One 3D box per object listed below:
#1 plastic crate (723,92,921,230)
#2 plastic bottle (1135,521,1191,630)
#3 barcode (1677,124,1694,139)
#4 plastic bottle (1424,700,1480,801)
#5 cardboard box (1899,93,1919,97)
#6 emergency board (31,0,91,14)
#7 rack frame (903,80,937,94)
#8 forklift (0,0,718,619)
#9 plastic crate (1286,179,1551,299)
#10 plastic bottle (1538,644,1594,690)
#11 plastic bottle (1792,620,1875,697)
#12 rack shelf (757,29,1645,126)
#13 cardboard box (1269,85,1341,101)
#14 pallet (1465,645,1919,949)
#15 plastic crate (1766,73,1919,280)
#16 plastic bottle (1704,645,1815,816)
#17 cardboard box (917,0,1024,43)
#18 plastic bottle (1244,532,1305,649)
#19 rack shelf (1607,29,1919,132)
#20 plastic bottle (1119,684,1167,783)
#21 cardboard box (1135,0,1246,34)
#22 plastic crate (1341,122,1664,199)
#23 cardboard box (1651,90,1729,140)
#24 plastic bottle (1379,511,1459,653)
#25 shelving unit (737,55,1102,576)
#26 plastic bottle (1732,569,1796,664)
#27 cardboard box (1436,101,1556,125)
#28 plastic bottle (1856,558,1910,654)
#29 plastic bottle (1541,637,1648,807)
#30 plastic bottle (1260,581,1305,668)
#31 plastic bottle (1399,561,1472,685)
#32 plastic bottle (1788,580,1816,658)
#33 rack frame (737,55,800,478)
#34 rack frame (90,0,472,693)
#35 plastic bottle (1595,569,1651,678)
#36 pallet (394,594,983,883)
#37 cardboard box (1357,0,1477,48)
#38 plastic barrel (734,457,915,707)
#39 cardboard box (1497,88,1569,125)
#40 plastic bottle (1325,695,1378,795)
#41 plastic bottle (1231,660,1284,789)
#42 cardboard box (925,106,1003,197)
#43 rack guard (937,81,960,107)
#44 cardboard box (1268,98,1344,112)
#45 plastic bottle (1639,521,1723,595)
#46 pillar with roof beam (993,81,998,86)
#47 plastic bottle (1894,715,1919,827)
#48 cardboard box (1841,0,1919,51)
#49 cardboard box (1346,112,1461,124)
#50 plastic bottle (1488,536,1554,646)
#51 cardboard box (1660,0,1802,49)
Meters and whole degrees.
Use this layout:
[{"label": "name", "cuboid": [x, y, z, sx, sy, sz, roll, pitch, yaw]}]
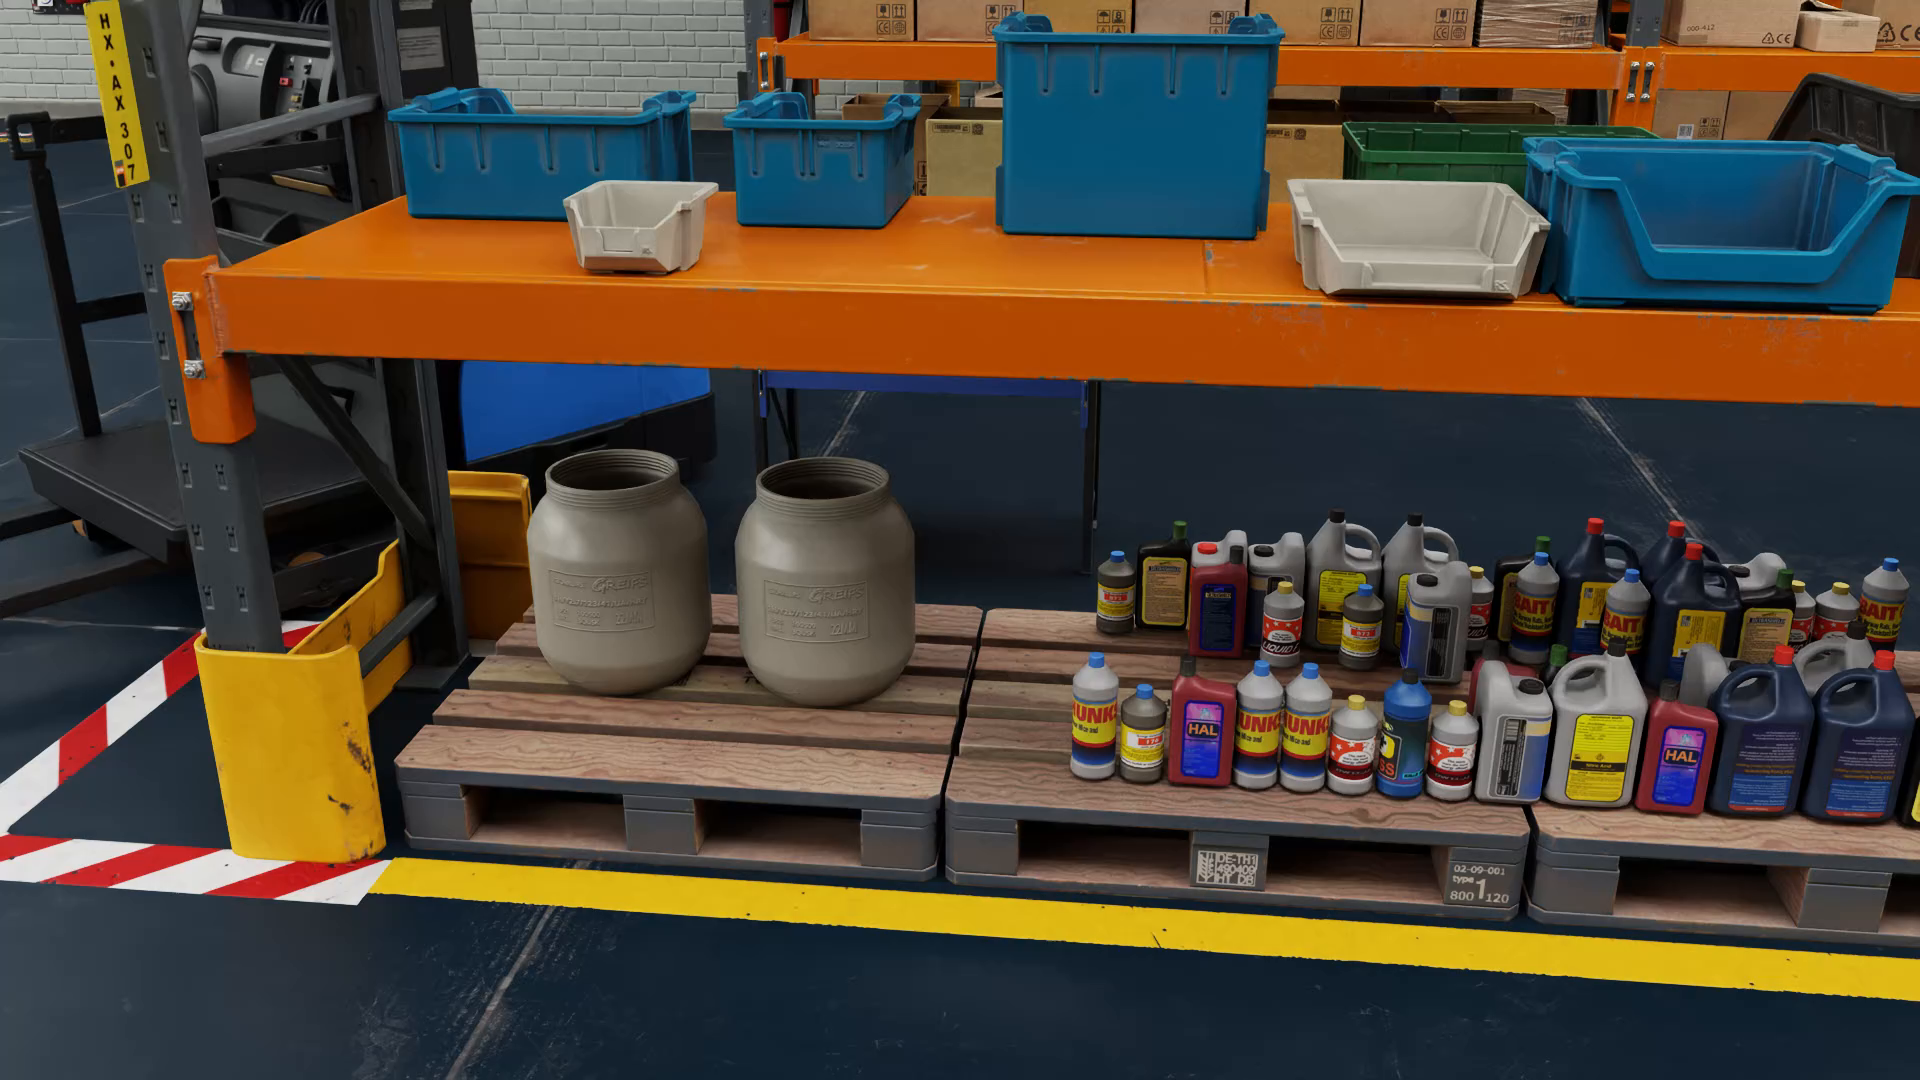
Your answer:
[{"label": "plastic crate", "cuboid": [-0.300, -0.877, 3.781, 0.408, 0.251, 0.499, 2, 22, 6]}, {"label": "plastic bottle", "cuboid": [0.517, 0.087, 4.235, 0.133, 0.283, 0.061, 3, 22, 8]}, {"label": "barcode", "cuboid": [3.287, -1.850, 7.535, 0.075, 0.075, 0.001, 2, 22, 6]}, {"label": "plastic bottle", "cuboid": [1.030, 0.432, 3.474, 0.097, 0.201, 0.097, 0, 22, 0]}, {"label": "cardboard box", "cuboid": [6.913, -3.214, 12.292, 0.500, 0.500, 0.700, 3, 22, 7]}, {"label": "emergency board", "cuboid": [-7.921, -5.172, 14.442, 0.643, 1.169, 0.194, 2, 22, 6]}, {"label": "rack frame", "cuboid": [-0.310, -4.506, 12.758, 0.127, 3.000, 1.000, 2, 22, 6]}, {"label": "forklift", "cuboid": [-2.227, -1.316, 4.783, 1.130, 2.935, 3.031, 18, 28, 38]}, {"label": "plastic crate", "cuboid": [0.854, -0.571, 3.163, 0.437, 0.136, 0.530, 2, 22, 6]}, {"label": "plastic bottle", "cuboid": [1.298, 0.359, 3.548, 0.133, 0.283, 0.061, 2, 22, 6]}, {"label": "plastic bottle", "cuboid": [1.839, 0.336, 3.514, 0.185, 0.351, 0.144, 2, 22, 6]}, {"label": "rack shelf", "cuboid": [1.096, -2.276, 8.096, 4.000, 0.370, 1.077, 2, 22, 6]}, {"label": "cardboard box", "cuboid": [2.626, -3.405, 12.775, 0.500, 0.500, 0.500, 1, 22, 2]}, {"label": "pallet", "cuboid": [1.834, 0.537, 3.796, 1.213, 0.211, 1.003, 2, 22, 6]}, {"label": "plastic crate", "cuboid": [1.991, -0.756, 3.357, 0.504, 0.338, 0.767, 2, 22, 6]}, {"label": "plastic bottle", "cuboid": [1.632, 0.380, 3.402, 0.185, 0.351, 0.144, 1, 22, 4]}, {"label": "cardboard box", "cuboid": [0.094, -2.698, 8.048, 0.500, 0.500, 0.700, 3, 22, 8]}, {"label": "plastic bottle", "cuboid": [0.784, 0.119, 4.164, 0.135, 0.276, 0.152, 2, 22, 5]}, {"label": "rack shelf", "cuboid": [5.069, -2.103, 7.658, 4.000, 0.370, 1.077, 2, 22, 6]}, {"label": "plastic bottle", "cuboid": [0.390, 0.404, 3.545, 0.097, 0.201, 0.097, 0, 22, 0]}, {"label": "cardboard box", "cuboid": [1.110, -2.653, 7.934, 0.500, 0.500, 0.700, 3, 22, 8]}, {"label": "plastic crate", "cuboid": [1.181, -0.779, 3.619, 0.662, 0.188, 0.450, 2, 22, 6]}, {"label": "cardboard box", "cuboid": [5.416, -3.309, 12.530, 0.500, 0.500, 0.700, 3, 22, 7]}, {"label": "plastic bottle", "cuboid": [1.134, 0.098, 4.116, 0.185, 0.351, 0.144, 2, 22, 6]}, {"label": "shelving unit", "cuboid": [-0.085, -0.701, 5.173, 1.048, 1.500, 0.538, 2, 22, 6]}, {"label": "plastic bottle", "cuboid": [1.895, 0.204, 3.941, 0.133, 0.283, 0.061, 2, 22, 6]}, {"label": "cardboard box", "cuboid": [2.659, -1.924, 8.375, 0.500, 0.500, 0.500, 2, 22, 6]}, {"label": "plastic bottle", "cuboid": [2.231, 0.174, 4.031, 0.097, 0.271, 0.097, 0, 22, 0]}, {"label": "plastic bottle", "cuboid": [1.311, 0.366, 3.438, 0.185, 0.351, 0.144, 2, 22, 6]}, {"label": "plastic bottle", "cuboid": [0.788, 0.200, 4.061, 0.097, 0.201, 0.097, 0, 22, 0]}, {"label": "plastic bottle", "cuboid": [1.141, 0.188, 3.990, 0.135, 0.276, 0.152, 2, 22, 6]}, {"label": "plastic bottle", "cuboid": [2.029, 0.198, 4.066, 0.097, 0.201, 0.097, 0, 22, 0]}, {"label": "rack frame", "cuboid": [-0.590, -0.723, 5.229, 0.032, 1.500, 0.500, 2, 22, 6]}, {"label": "rack frame", "cuboid": [-1.476, -0.889, 3.609, 0.127, 3.000, 1.000, 2, 22, 6]}, {"label": "plastic bottle", "cuboid": [1.585, 0.200, 3.968, 0.097, 0.271, 0.097, 0, 22, 0]}, {"label": "pallet", "cuboid": [-0.589, 0.431, 4.063, 1.213, 0.211, 1.003, 2, 22, 6]}, {"label": "cardboard box", "cuboid": [2.117, -2.608, 7.821, 0.500, 0.500, 0.700, 2, 22, 6]}, {"label": "plastic barrel", "cuboid": [-0.316, 0.095, 3.933, 0.421, 0.512, 0.421, 0, 22, 0]}, {"label": "cardboard box", "cuboid": [4.395, -3.349, 12.634, 0.500, 0.500, 0.700, 3, 22, 8]}, {"label": "plastic bottle", "cuboid": [0.826, 0.423, 3.497, 0.097, 0.201, 0.097, 0, 22, 0]}, {"label": "plastic bottle", "cuboid": [0.628, 0.382, 3.506, 0.097, 0.271, 0.097, 0, 22, 0]}, {"label": "cardboard box", "cuboid": [0.113, -1.837, 8.156, 0.500, 0.500, 0.500, 2, 22, 6]}, {"label": "rack guard", "cuboid": [-0.235, -3.340, 13.209, 0.348, 0.500, 1.175, 2, 22, 6]}, {"label": "cardboard box", "cuboid": [1.666, -1.967, 8.485, 0.500, 0.500, 0.500, 2, 22, 6]}, {"label": "plastic bottle", "cuboid": [1.743, 0.125, 4.049, 0.185, 0.351, 0.144, 3, 22, 8]}, {"label": "pillar with roof beam", "cuboid": [-0.020, -6.010, 8.401, 0.400, 9.000, 9.100, 2, 22, 6]}, {"label": "plastic bottle", "cuboid": [1.979, 0.442, 3.337, 0.133, 0.283, 0.061, 4, 22, 9]}, {"label": "cardboard box", "cuboid": [4.366, -2.509, 7.570, 0.500, 0.500, 0.500, 4, 22, 10]}, {"label": "cardboard box", "cuboid": [2.101, -1.756, 7.950, 0.500, 0.500, 0.500, 2, 22, 6]}, {"label": "plastic bottle", "cuboid": [1.397, 0.126, 4.138, 0.133, 0.283, 0.061, 3, 22, 9]}, {"label": "cardboard box", "cuboid": [3.577, -2.449, 7.759, 0.500, 0.250, 0.500, 4, 22, 10]}]
